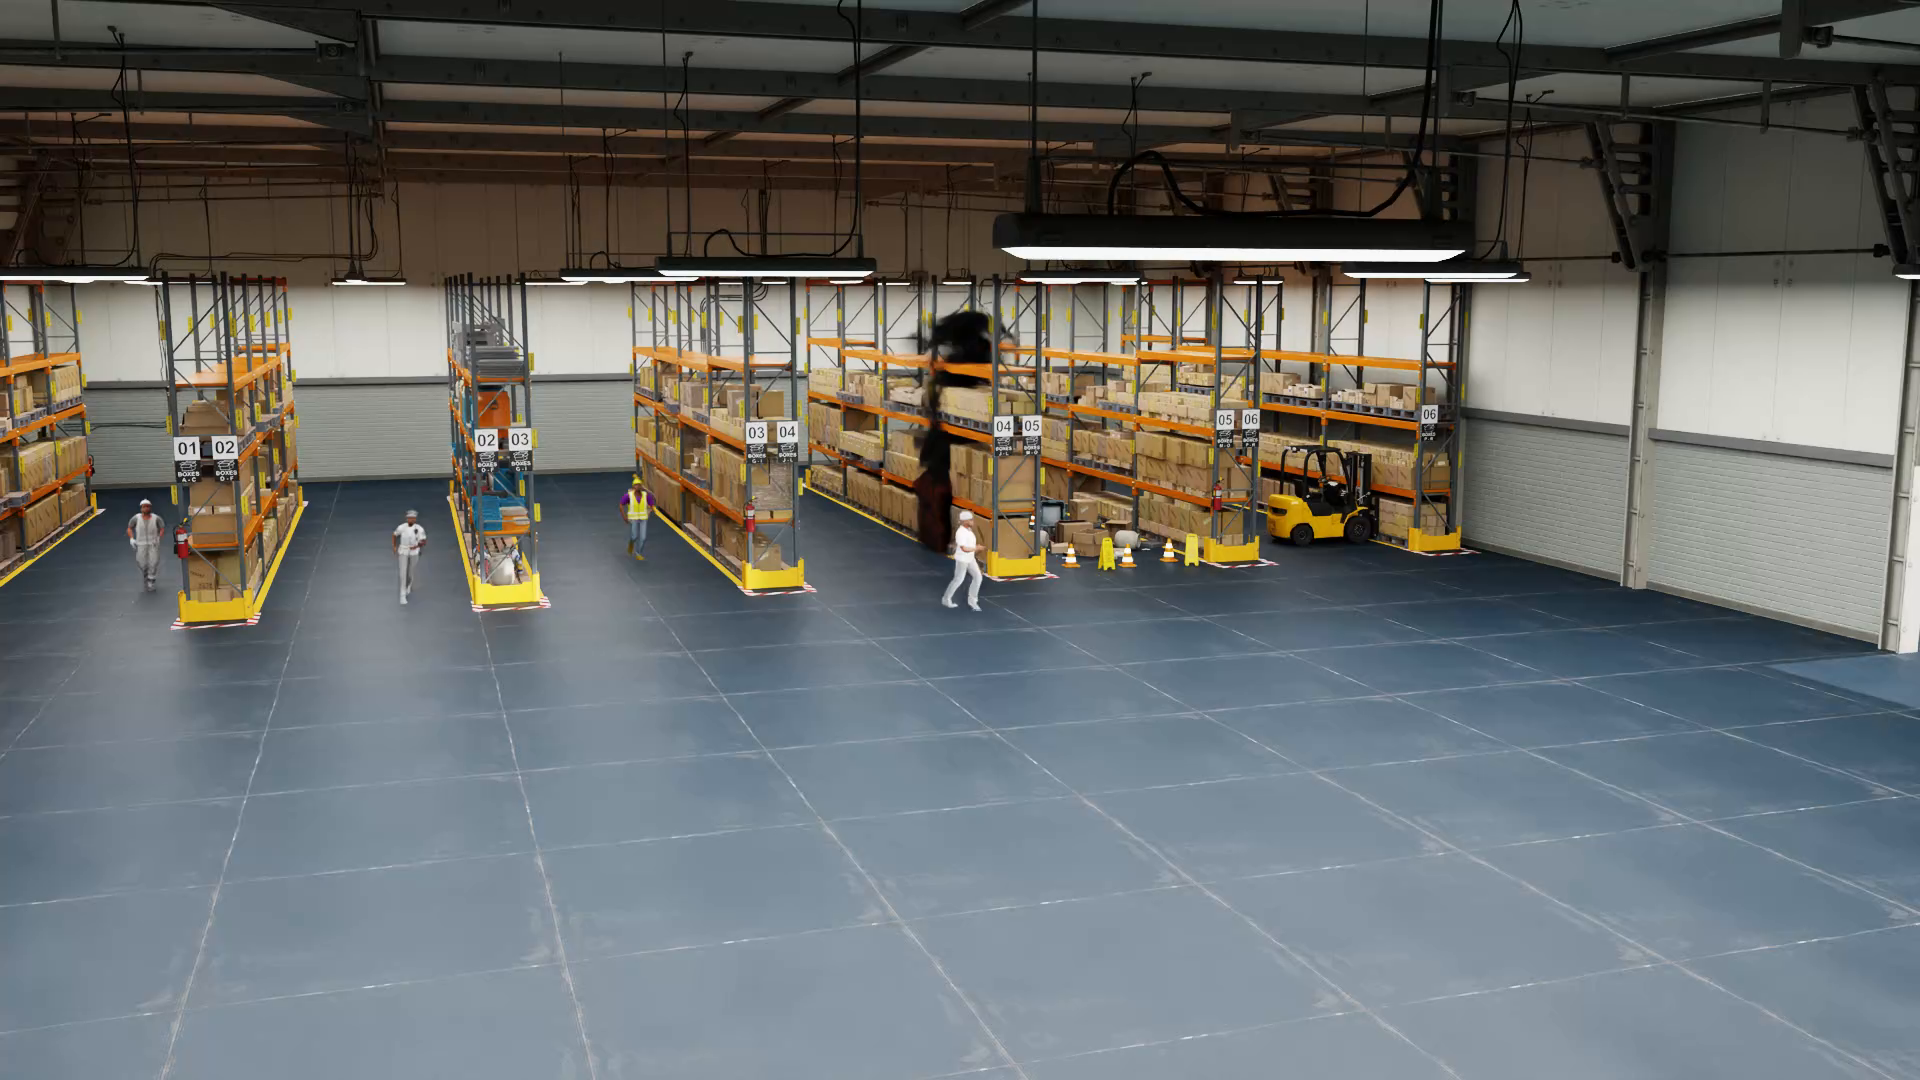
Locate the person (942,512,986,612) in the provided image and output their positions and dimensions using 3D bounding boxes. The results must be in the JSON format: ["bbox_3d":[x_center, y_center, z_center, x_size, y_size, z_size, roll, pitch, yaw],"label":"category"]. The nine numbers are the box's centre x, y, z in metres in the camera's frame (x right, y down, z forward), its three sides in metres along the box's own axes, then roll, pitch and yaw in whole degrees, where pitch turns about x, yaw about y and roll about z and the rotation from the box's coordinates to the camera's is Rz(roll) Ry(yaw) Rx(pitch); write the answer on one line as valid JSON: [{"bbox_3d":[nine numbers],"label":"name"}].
[{"bbox_3d":[0.088,0.396,29.636,0.849,1.824,0.670,3,9,20],"label":"person"}]

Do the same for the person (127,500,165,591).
[{"bbox_3d":[-15.439,0.105,31.586,0.648,1.746,0.526,-4,10,-25],"label":"person"}]

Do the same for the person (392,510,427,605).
[{"bbox_3d":[-10.164,0.287,30.735,0.607,1.684,0.889,-3,9,-19],"label":"person"}]

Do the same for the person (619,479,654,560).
[{"bbox_3d":[-6.822,-0.428,35.224,0.730,1.726,0.594,-3,9,-21],"label":"person"}]
